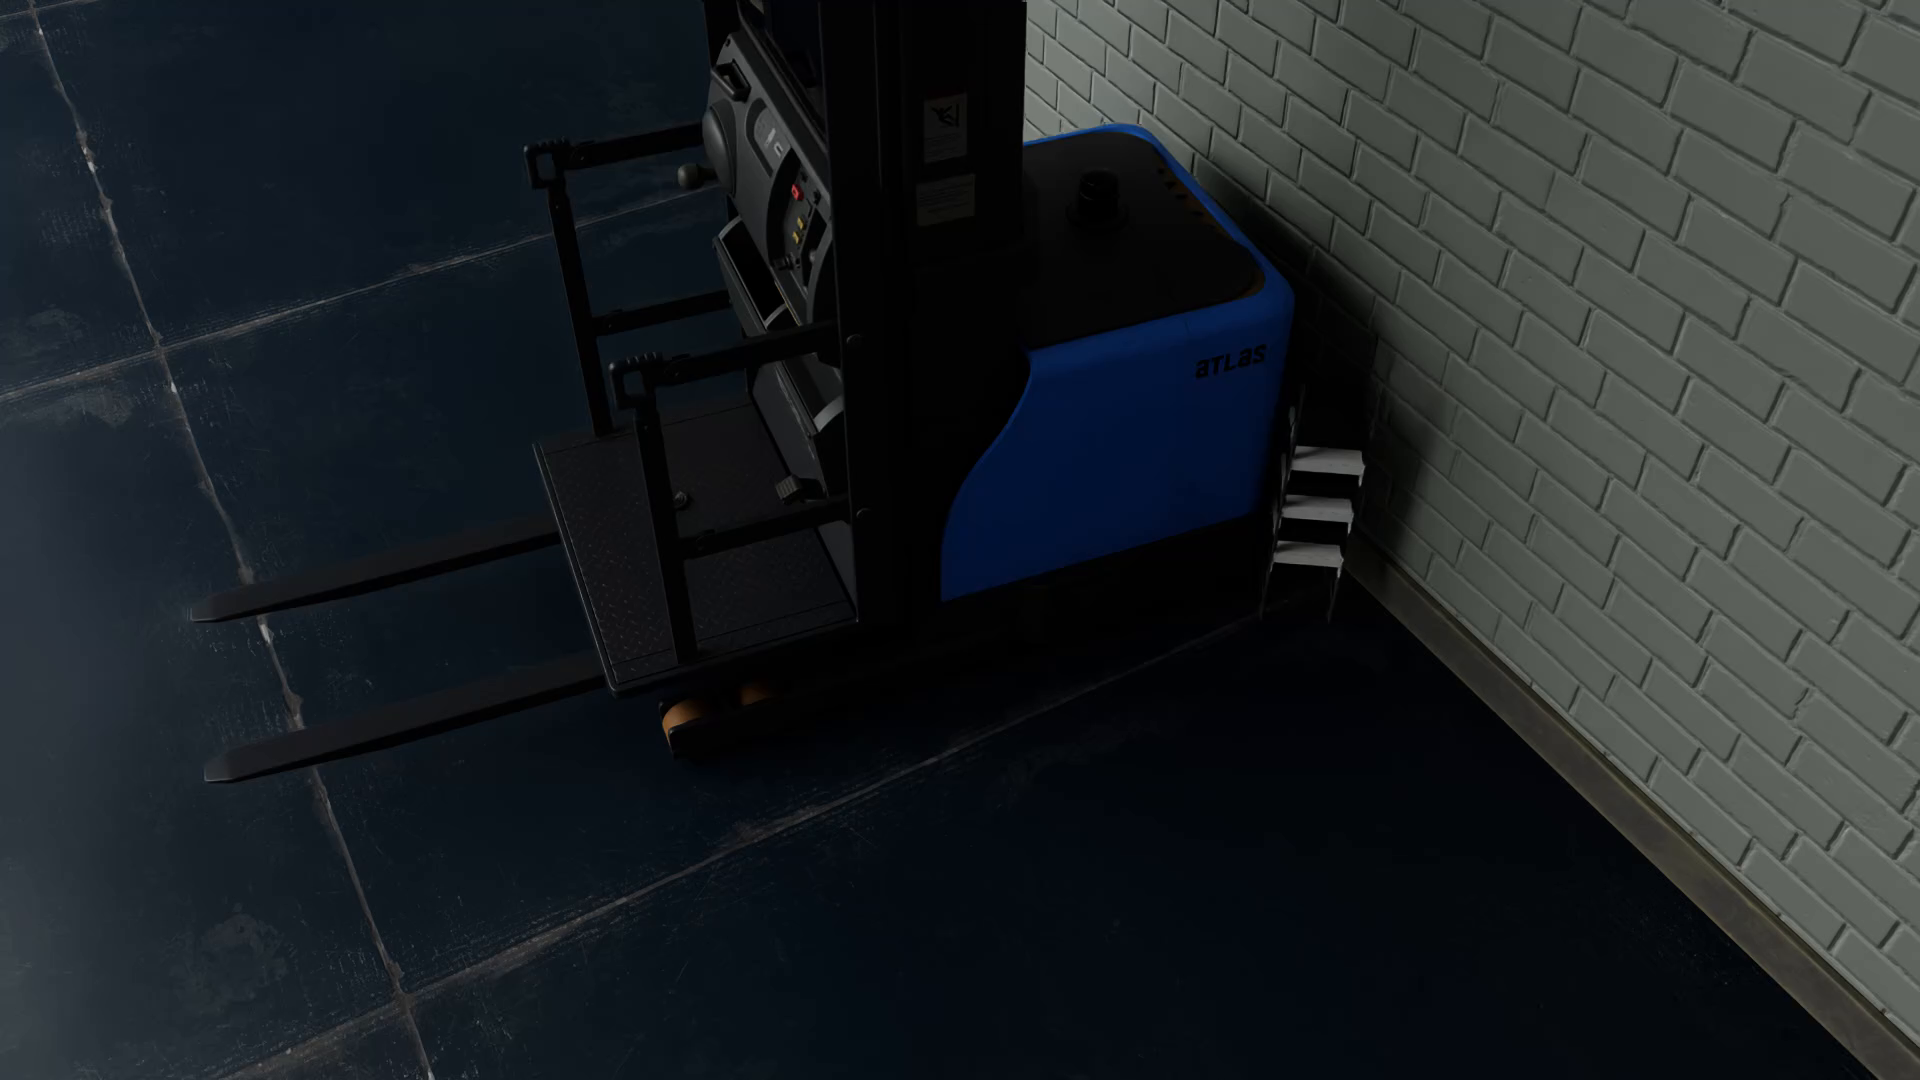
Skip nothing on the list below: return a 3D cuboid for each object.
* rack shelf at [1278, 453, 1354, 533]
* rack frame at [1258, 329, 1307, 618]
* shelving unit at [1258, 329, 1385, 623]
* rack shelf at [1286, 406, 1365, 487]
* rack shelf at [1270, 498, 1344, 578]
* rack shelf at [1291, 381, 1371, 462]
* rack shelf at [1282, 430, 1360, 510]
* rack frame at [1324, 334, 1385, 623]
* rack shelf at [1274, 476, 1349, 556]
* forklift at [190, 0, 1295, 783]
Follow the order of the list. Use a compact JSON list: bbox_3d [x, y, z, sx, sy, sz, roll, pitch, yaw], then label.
[{"bbox_3d":[1.022,-0.139,4.795,0.200,0.077,0.258,5,44,4],"label":"rack shelf"},{"bbox_3d":[0.921,-0.171,4.779,0.006,0.900,0.240,5,44,4],"label":"rack frame"},{"bbox_3d":[1.022,-0.163,4.771,0.210,0.900,0.258,5,44,4],"label":"shelving unit"},{"bbox_3d":[1.023,-0.268,4.669,0.200,0.077,0.258,5,44,4],"label":"rack shelf"},{"bbox_3d":[1.021,-0.010,4.920,0.200,0.077,0.258,5,44,4],"label":"rack shelf"},{"bbox_3d":[1.023,-0.333,4.606,0.200,0.077,0.258,5,44,4],"label":"rack shelf"},{"bbox_3d":[1.022,-0.204,4.732,0.200,0.077,0.258,5,44,4],"label":"rack shelf"},{"bbox_3d":[1.123,-0.155,4.764,0.006,0.900,0.240,5,44,4],"label":"rack frame"},{"bbox_3d":[1.022,-0.075,4.857,0.200,0.077,0.258,5,44,4],"label":"rack shelf"},{"bbox_3d":[-0.660,-0.870,4.042,3.031,2.935,1.130,-15,46,-15],"label":"forklift"}]
